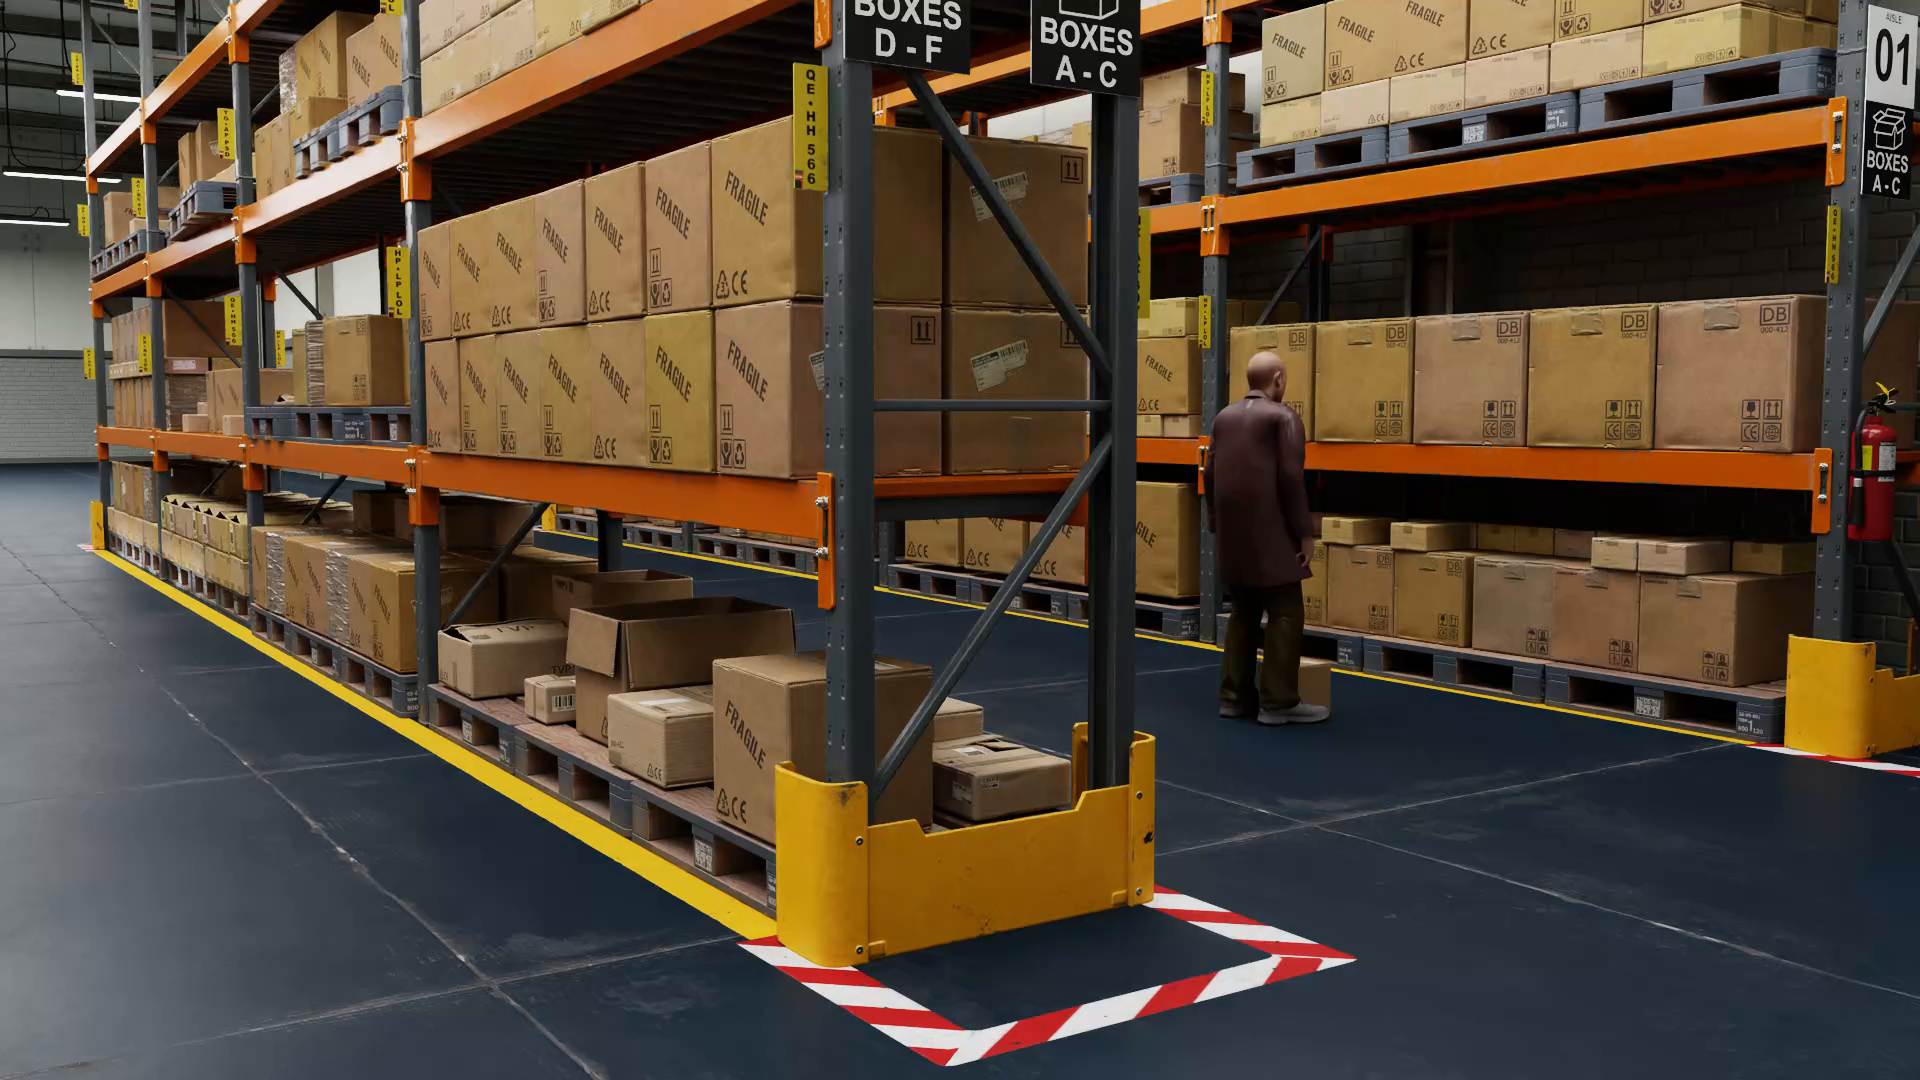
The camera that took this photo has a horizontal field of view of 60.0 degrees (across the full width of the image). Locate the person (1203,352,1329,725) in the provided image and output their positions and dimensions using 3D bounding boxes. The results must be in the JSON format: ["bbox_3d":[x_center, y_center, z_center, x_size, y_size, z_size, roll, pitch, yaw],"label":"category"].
[{"bbox_3d":[1.454,-0.021,8.036,0.429,1.772,0.643,-3,6,-37],"label":"person"}]
